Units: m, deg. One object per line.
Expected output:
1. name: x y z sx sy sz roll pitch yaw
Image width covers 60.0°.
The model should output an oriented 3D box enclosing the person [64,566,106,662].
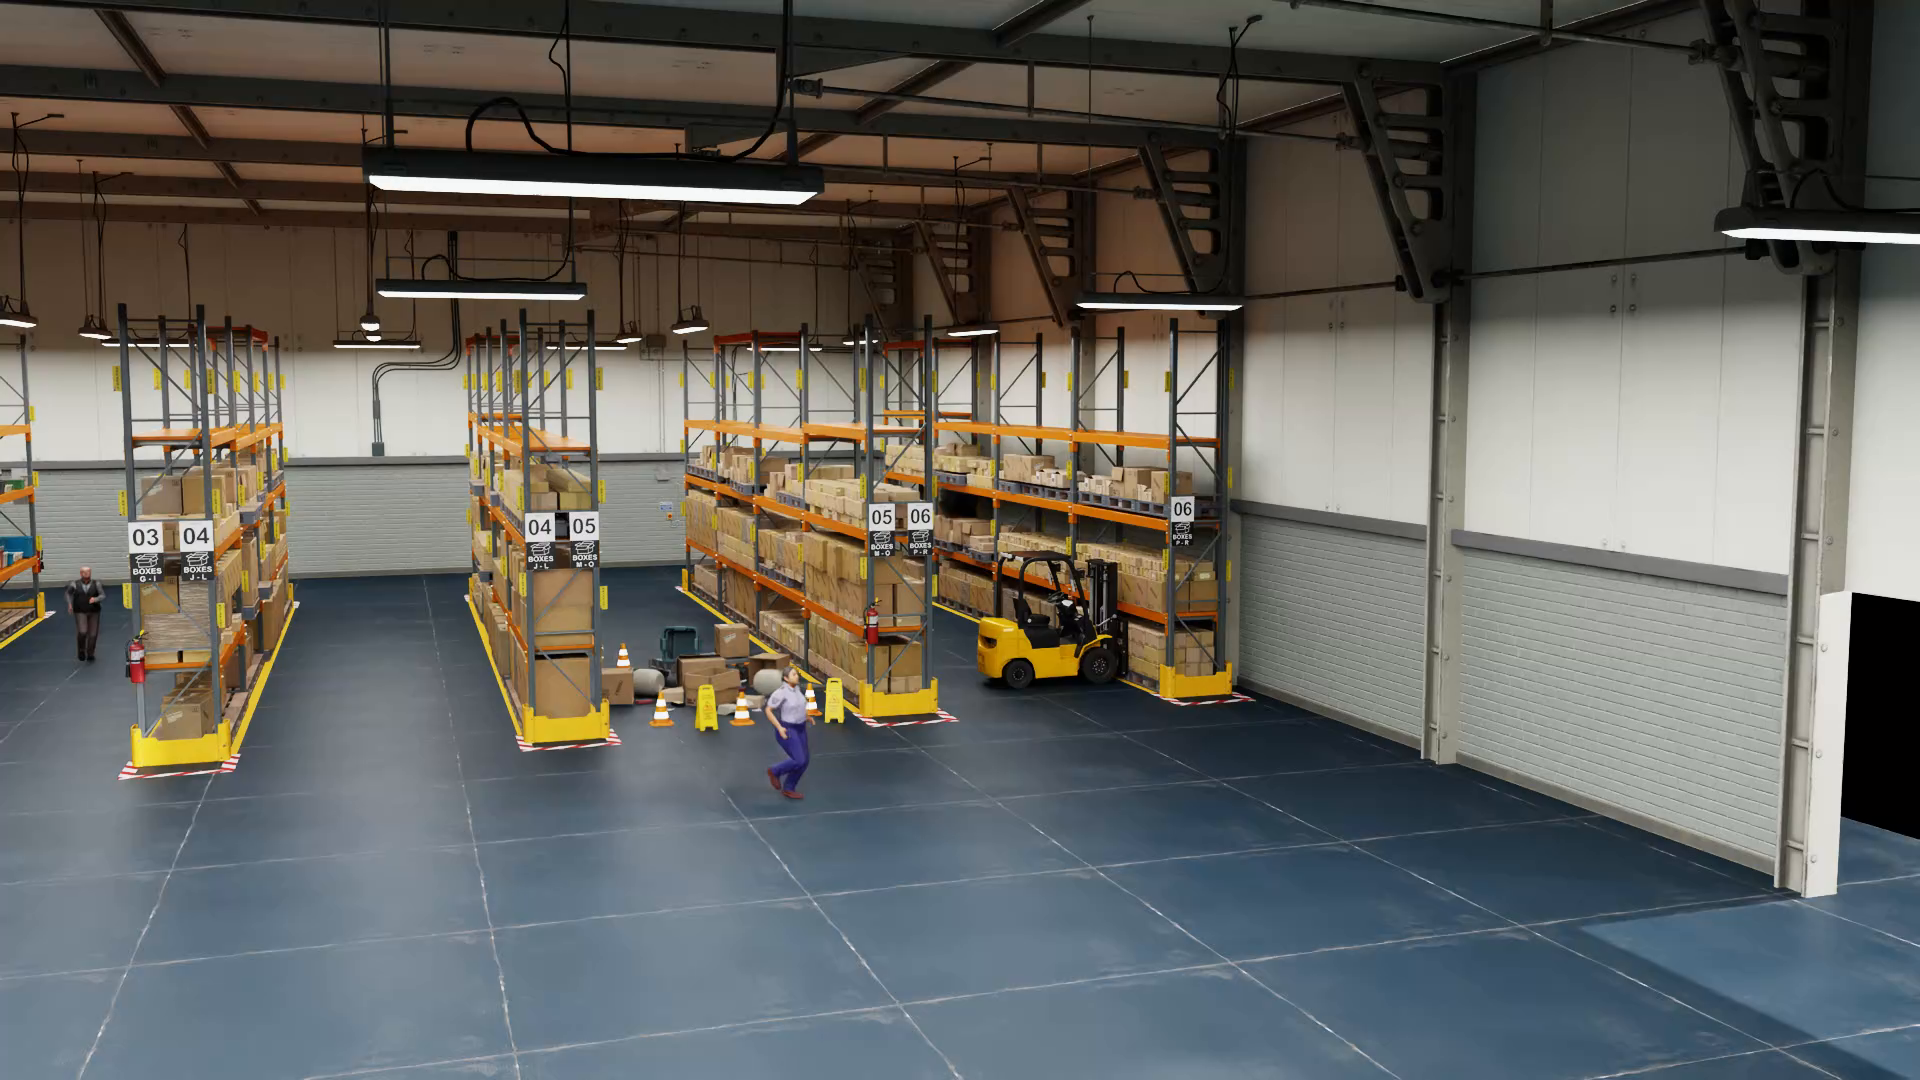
1. person: -15.625 1.325 29.753 0.630 1.702 0.678 -4 7 -34

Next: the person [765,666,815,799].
1. person: -2.021 2.319 20.028 0.546 1.606 0.613 3 6 26
